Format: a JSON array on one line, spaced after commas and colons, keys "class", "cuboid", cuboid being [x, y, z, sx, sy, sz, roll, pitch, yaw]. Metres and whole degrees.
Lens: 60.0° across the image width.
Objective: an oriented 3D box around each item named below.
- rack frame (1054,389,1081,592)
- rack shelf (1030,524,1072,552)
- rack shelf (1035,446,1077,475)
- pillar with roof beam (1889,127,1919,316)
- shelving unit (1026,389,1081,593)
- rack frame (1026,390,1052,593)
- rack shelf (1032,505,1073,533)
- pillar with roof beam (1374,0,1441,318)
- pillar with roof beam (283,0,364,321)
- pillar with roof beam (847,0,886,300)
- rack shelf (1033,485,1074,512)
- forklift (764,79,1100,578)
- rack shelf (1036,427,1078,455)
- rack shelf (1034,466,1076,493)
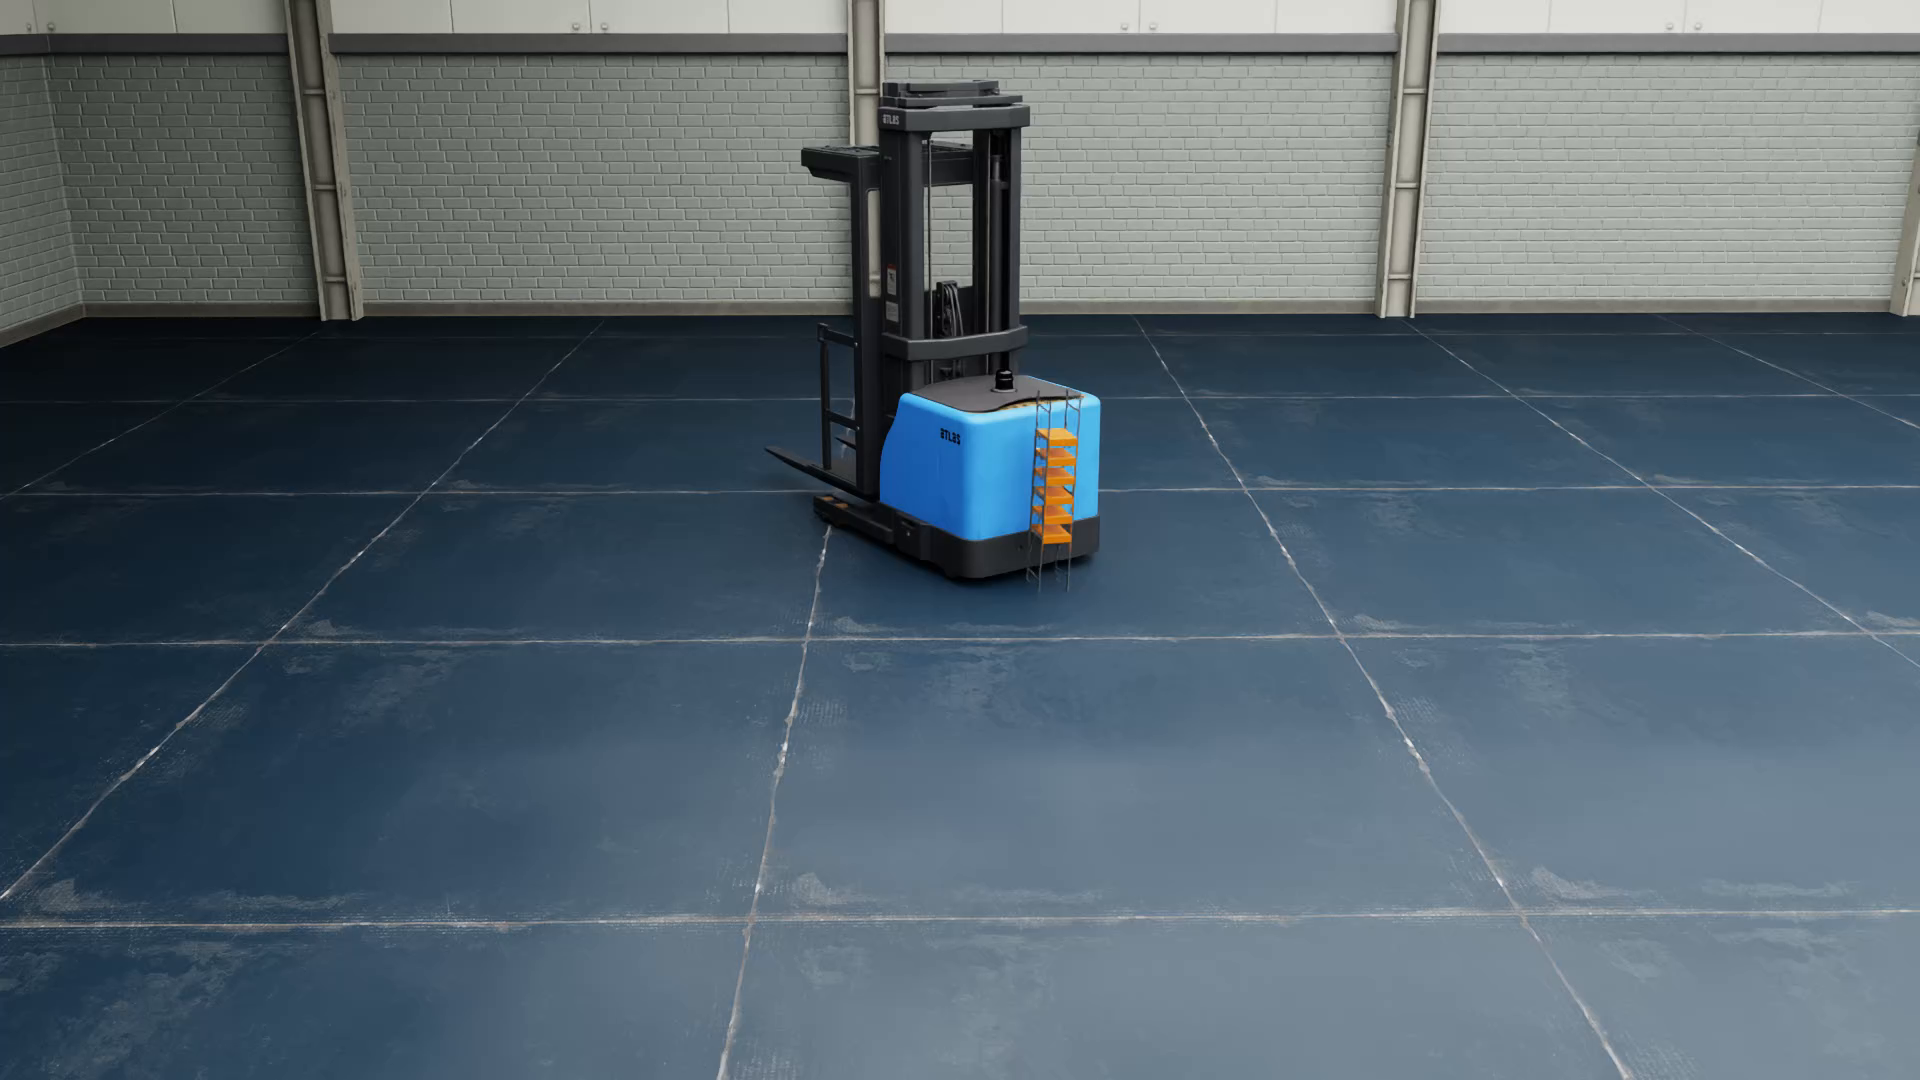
[{"class": "rack frame", "cuboid": [0.645, -0.294, 9.989, 0.006, 1.200, 0.240, -3, 19, -16]}, {"class": "rack shelf", "cuboid": [0.544, -0.020, 10.054, 0.180, 0.103, 0.258, -3, 19, -16]}, {"class": "rack shelf", "cuboid": [0.566, -0.475, 9.900, 0.180, 0.103, 0.258, -3, 19, -16]}, {"class": "pillar with roof beam", "cuboid": [11.049, -5.579, 13.708, 0.400, 9.000, 9.100, 0, 18, -1]}, {"class": "shelving unit", "cuboid": [0.557, -0.289, 9.963, 0.189, 1.200, 0.258, -3, 19, -16]}, {"class": "rack frame", "cuboid": [0.469, -0.285, 9.937, 0.006, 1.200, 0.240, -3, 19, -16]}, {"class": "rack shelf", "cuboid": [0.550, -0.134, 10.015, 0.180, 0.103, 0.258, -3, 19, -16]}, {"class": "pillar with roof beam", "cuboid": [5.050, -5.550, 13.618, 0.400, 9.000, 9.100, 0, 18, -1]}, {"class": "pillar with roof beam", "cuboid": [-6.949, -5.492, 13.437, 0.400, 9.000, 9.100, 0, 18, -1]}, {"class": "pillar with roof beam", "cuboid": [-0.949, -5.521, 13.527, 0.400, 9.000, 9.100, 0, 18, -1]}, {"class": "rack shelf", "cuboid": [0.555, -0.247, 9.977, 0.180, 0.103, 0.258, -3, 19, -16]}, {"class": "forklift", "cuboid": [-0.350, -1.555, 11.095, 1.130, 2.935, 3.031, -12, 21, -32]}, {"class": "rack shelf", "cuboid": [0.571, -0.588, 9.862, 0.180, 0.103, 0.258, -3, 19, -16]}, {"class": "rack shelf", "cuboid": [0.560, -0.361, 9.938, 0.180, 0.103, 0.258, -3, 19, -16]}]
